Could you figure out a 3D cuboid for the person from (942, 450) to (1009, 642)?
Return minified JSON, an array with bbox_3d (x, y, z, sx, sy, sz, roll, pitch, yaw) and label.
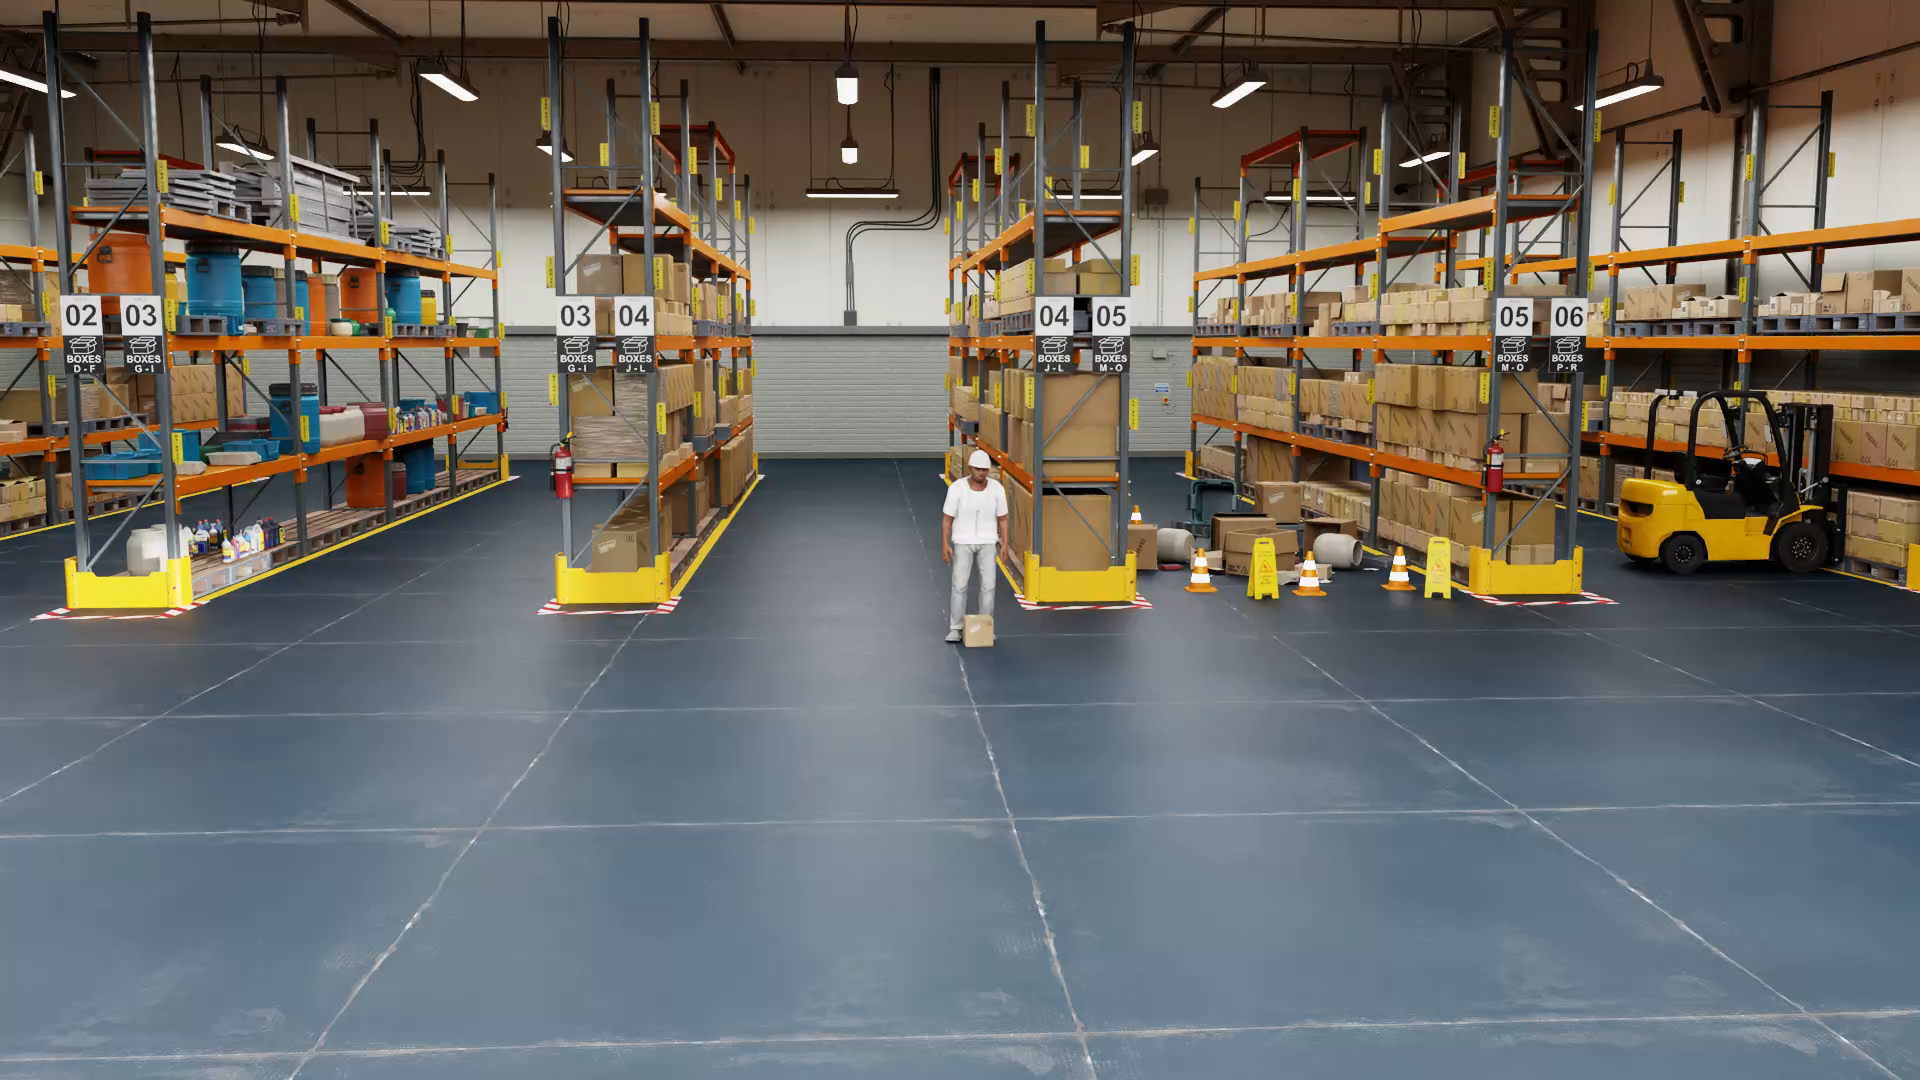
[{"bbox_3d":[0.144,0.050,15.256,0.628,1.759,0.461,-1,7,-7],"label":"person"}]
